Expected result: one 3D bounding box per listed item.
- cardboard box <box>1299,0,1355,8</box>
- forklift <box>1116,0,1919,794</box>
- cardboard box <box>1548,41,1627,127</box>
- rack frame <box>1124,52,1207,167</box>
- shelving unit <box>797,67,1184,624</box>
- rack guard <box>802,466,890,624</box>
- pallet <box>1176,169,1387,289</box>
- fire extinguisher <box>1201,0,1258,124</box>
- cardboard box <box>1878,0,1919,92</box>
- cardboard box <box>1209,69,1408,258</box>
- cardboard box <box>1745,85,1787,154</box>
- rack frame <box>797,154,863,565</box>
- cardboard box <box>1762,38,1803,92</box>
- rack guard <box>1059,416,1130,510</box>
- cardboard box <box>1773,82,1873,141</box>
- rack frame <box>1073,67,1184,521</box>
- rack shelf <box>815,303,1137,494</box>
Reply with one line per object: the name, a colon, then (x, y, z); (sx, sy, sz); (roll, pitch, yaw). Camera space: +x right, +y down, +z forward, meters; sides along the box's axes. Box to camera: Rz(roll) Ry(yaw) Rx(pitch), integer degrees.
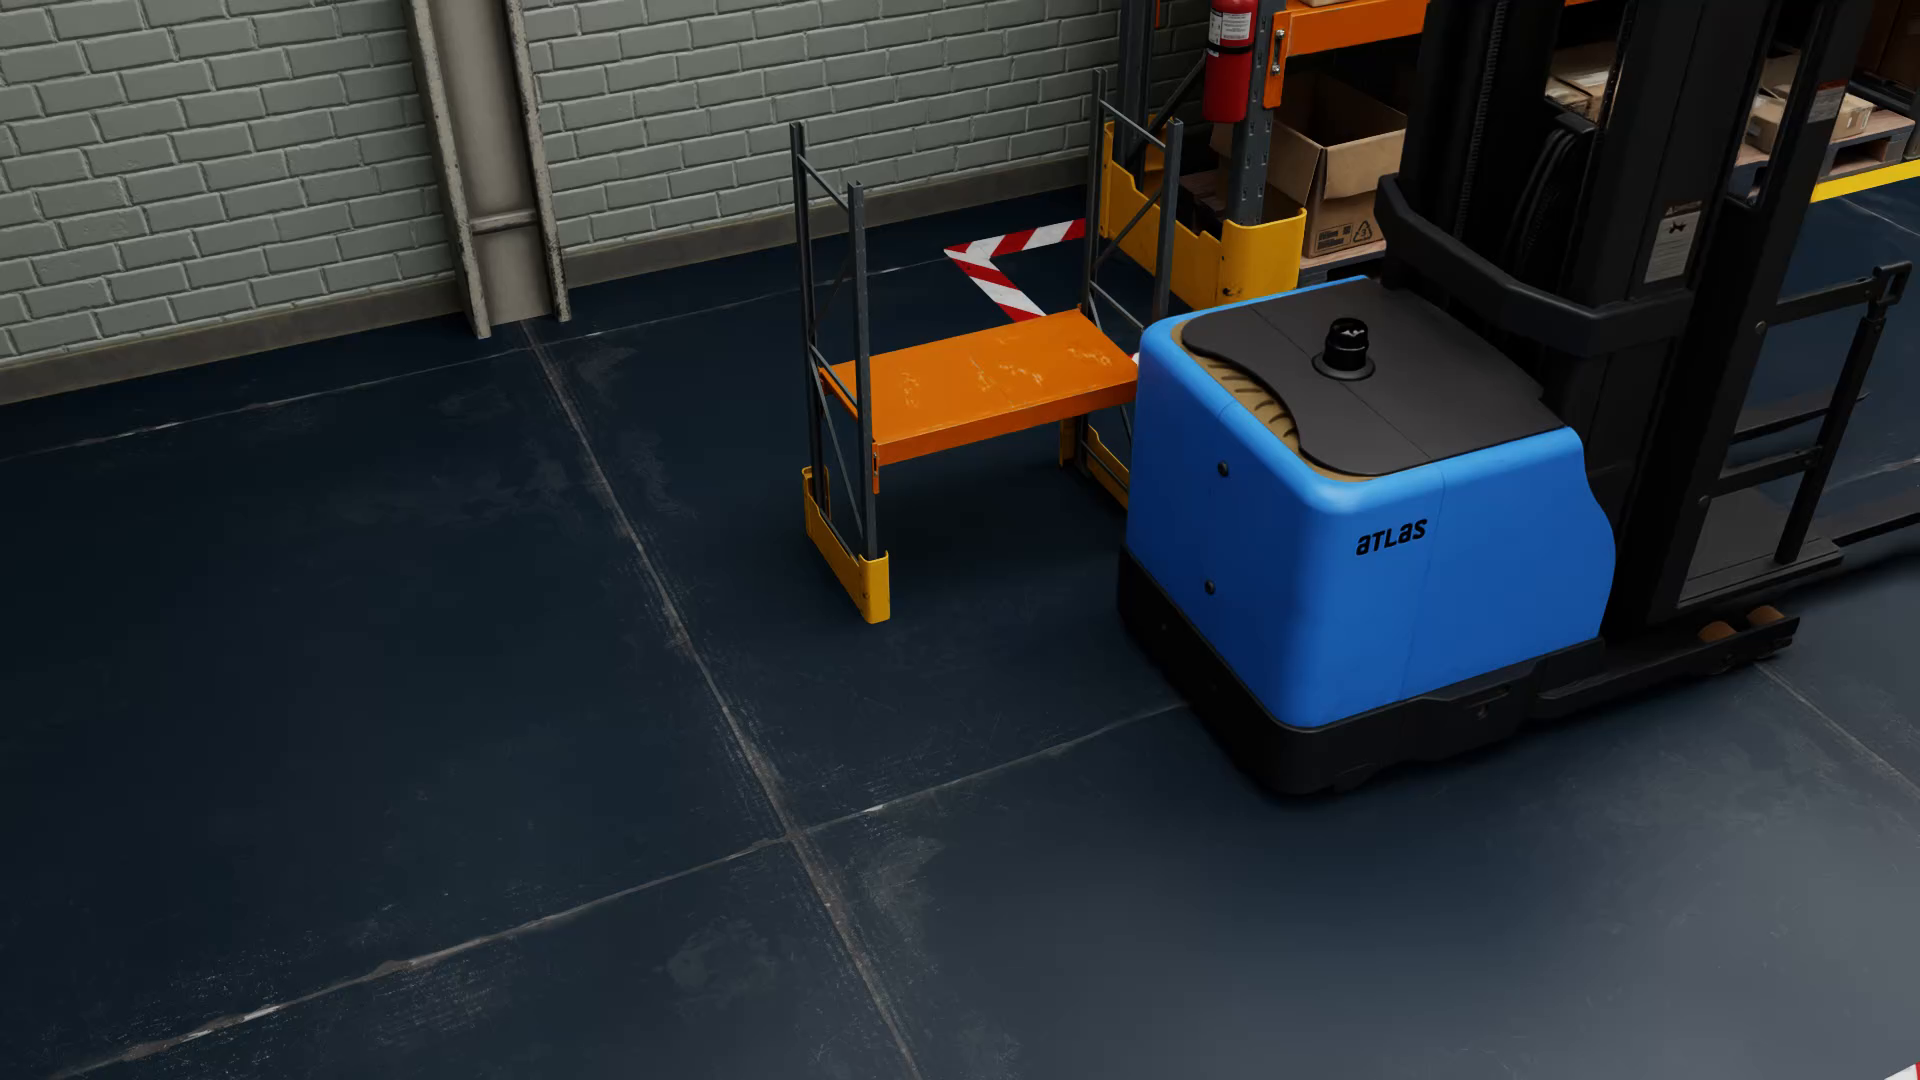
cardboard box: (1.360, -2.197, 6.405); (0.250, 0.149, 0.380); (-16, 39, -20)
forklift: (2.069, -1.031, 4.680); (3.031, 2.935, 1.130); (-15, 39, -19)
cardboard box: (2.851, -1.906, 7.548); (0.500, 0.500, 0.500); (-15, 39, -19)
rack frame: (0.947, -2.361, 6.415); (0.053, 2.616, 0.949); (-16, 39, -20)
shelving unit: (0.069, -0.622, 5.329); (1.083, 1.500, 0.587); (-16, 39, -20)
rack guard: (-0.382, 0.006, 5.532); (0.087, 0.250, 0.587); (-16, 39, -20)
pallet: (1.736, -1.464, 7.547); (1.213, 0.211, 1.003); (-16, 39, -20)
fire extinguisher: (1.009, -1.895, 6.165); (0.183, 0.674, 0.296); (-16, 39, -20)
cardboard box: (5.100, -2.541, 8.403); (0.500, 0.500, 0.500); (-14, 39, -18)
cardboard box: (1.539, -1.632, 7.175); (0.637, 0.503, 0.797); (-17, 40, -22)
cardboard box: (3.864, -2.056, 7.946); (0.258, 0.266, 0.396); (-14, 39, -18)
rack frame: (-0.384, -0.496, 5.160); (0.013, 1.308, 0.475); (-16, 39, -20)
cardboard box: (3.868, -2.424, 8.404); (0.500, 0.311, 0.500); (-14, 39, -18)
rack guard: (0.520, -0.246, 5.871); (0.087, 0.250, 0.587); (-16, 39, -20)
cardboard box: (4.187, -2.099, 8.103); (0.250, 0.149, 0.380); (-17, 40, -21)
rack frame: (0.537, -0.753, 5.506); (0.032, 1.500, 0.500); (-16, 39, -20)
rack shelf: (0.077, -0.480, 5.439); (1.000, 0.185, 0.538); (-16, 39, -20)
